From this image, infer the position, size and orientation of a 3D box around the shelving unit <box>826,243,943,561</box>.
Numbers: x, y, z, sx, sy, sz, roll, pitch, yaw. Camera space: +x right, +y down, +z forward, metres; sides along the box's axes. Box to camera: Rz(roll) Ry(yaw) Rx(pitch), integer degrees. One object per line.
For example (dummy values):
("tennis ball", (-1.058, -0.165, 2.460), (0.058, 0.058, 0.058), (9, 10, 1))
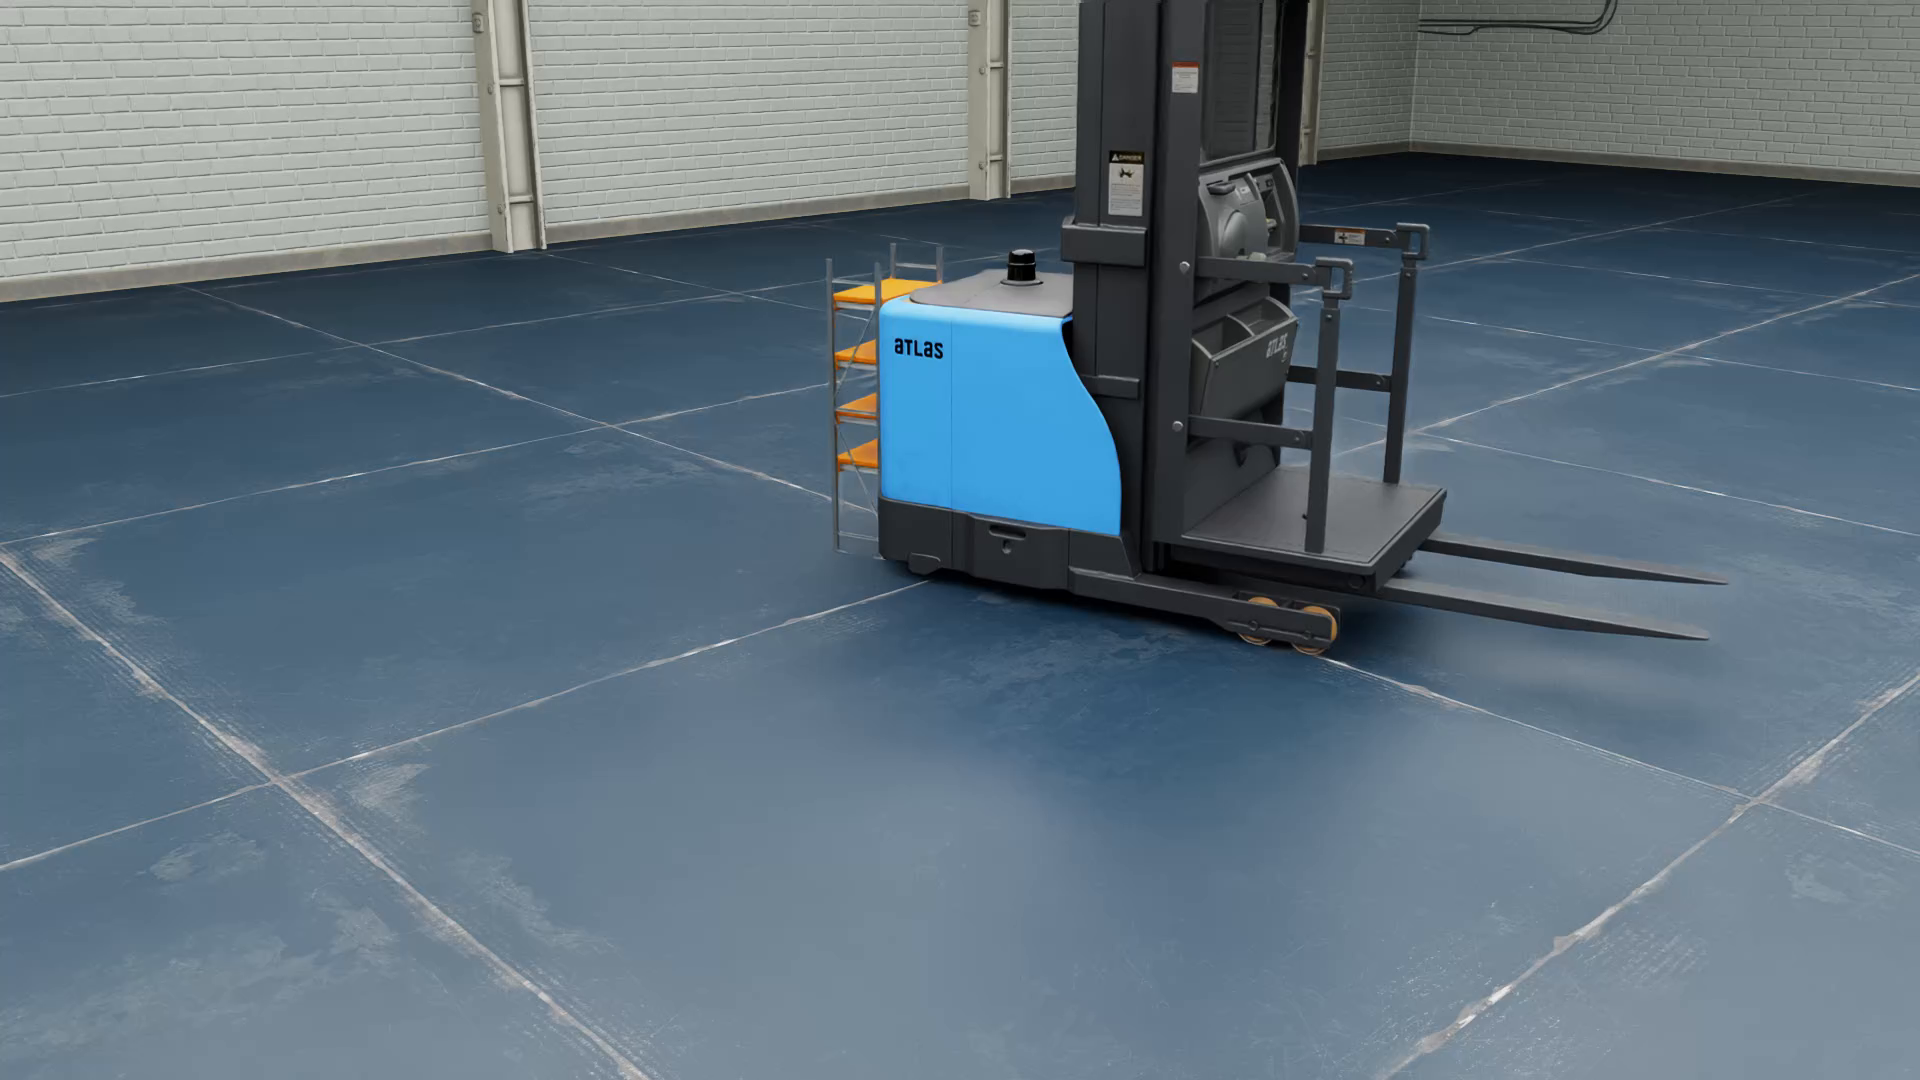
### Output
("shelving unit", (-0.295, -0.573, 6.806), (0.258, 1.200, 0.503), (9, 20, 27))

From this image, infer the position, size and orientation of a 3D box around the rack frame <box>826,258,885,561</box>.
("rack frame", (-0.411, -0.507, 6.602), (0.240, 1.200, 0.015), (9, 20, 27))

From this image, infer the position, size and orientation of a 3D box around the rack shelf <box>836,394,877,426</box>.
("rack shelf", (-0.295, -0.546, 6.815), (0.221, 0.050, 0.457), (9, 20, 27))

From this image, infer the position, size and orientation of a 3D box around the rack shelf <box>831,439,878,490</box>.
("rack shelf", (-0.295, -0.320, 6.888), (0.258, 0.148, 0.480), (9, 20, 27))

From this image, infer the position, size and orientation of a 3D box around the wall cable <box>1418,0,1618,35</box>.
("wall cable", (7.745, -8.333, 23.129), (0.112, 2.526, 3.097), (-16, 24, -41))

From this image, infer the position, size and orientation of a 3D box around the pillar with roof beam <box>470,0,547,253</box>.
("pillar with roof beam", (-1.066, -5.974, 10.821), (0.400, 9.000, 9.100), (-16, 24, -41))

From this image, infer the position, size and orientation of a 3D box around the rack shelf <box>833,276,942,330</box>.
("rack shelf", (-0.295, -0.947, 6.685), (0.258, 0.148, 0.480), (9, 20, 27))

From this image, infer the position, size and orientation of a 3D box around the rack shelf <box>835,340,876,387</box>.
("rack shelf", (-0.295, -0.722, 6.758), (0.258, 0.148, 0.480), (9, 20, 27))

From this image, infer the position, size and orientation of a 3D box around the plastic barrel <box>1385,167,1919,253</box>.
("plastic barrel", (1.336, -0.769, 3.357), (38.471, 3.701, 17.930), (-16, 24, -41))

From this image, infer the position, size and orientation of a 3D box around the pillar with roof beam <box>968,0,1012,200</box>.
("pillar with roof beam", (3.294, -7.246, 14.742), (0.400, 9.000, 9.100), (-16, 24, -41))

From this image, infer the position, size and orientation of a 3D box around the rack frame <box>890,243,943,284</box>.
("rack frame", (-0.179, -0.639, 7.010), (0.240, 1.200, 0.015), (9, 20, 27))

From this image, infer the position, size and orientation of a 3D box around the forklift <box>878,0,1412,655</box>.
("forklift", (0.740, -1.234, 6.143), (1.939, 2.867, 1.129), (10, 20, 27))

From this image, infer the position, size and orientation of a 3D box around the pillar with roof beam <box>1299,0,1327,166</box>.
("pillar with roof beam", (7.653, -8.517, 18.663), (0.400, 9.000, 9.100), (-16, 24, -41))
